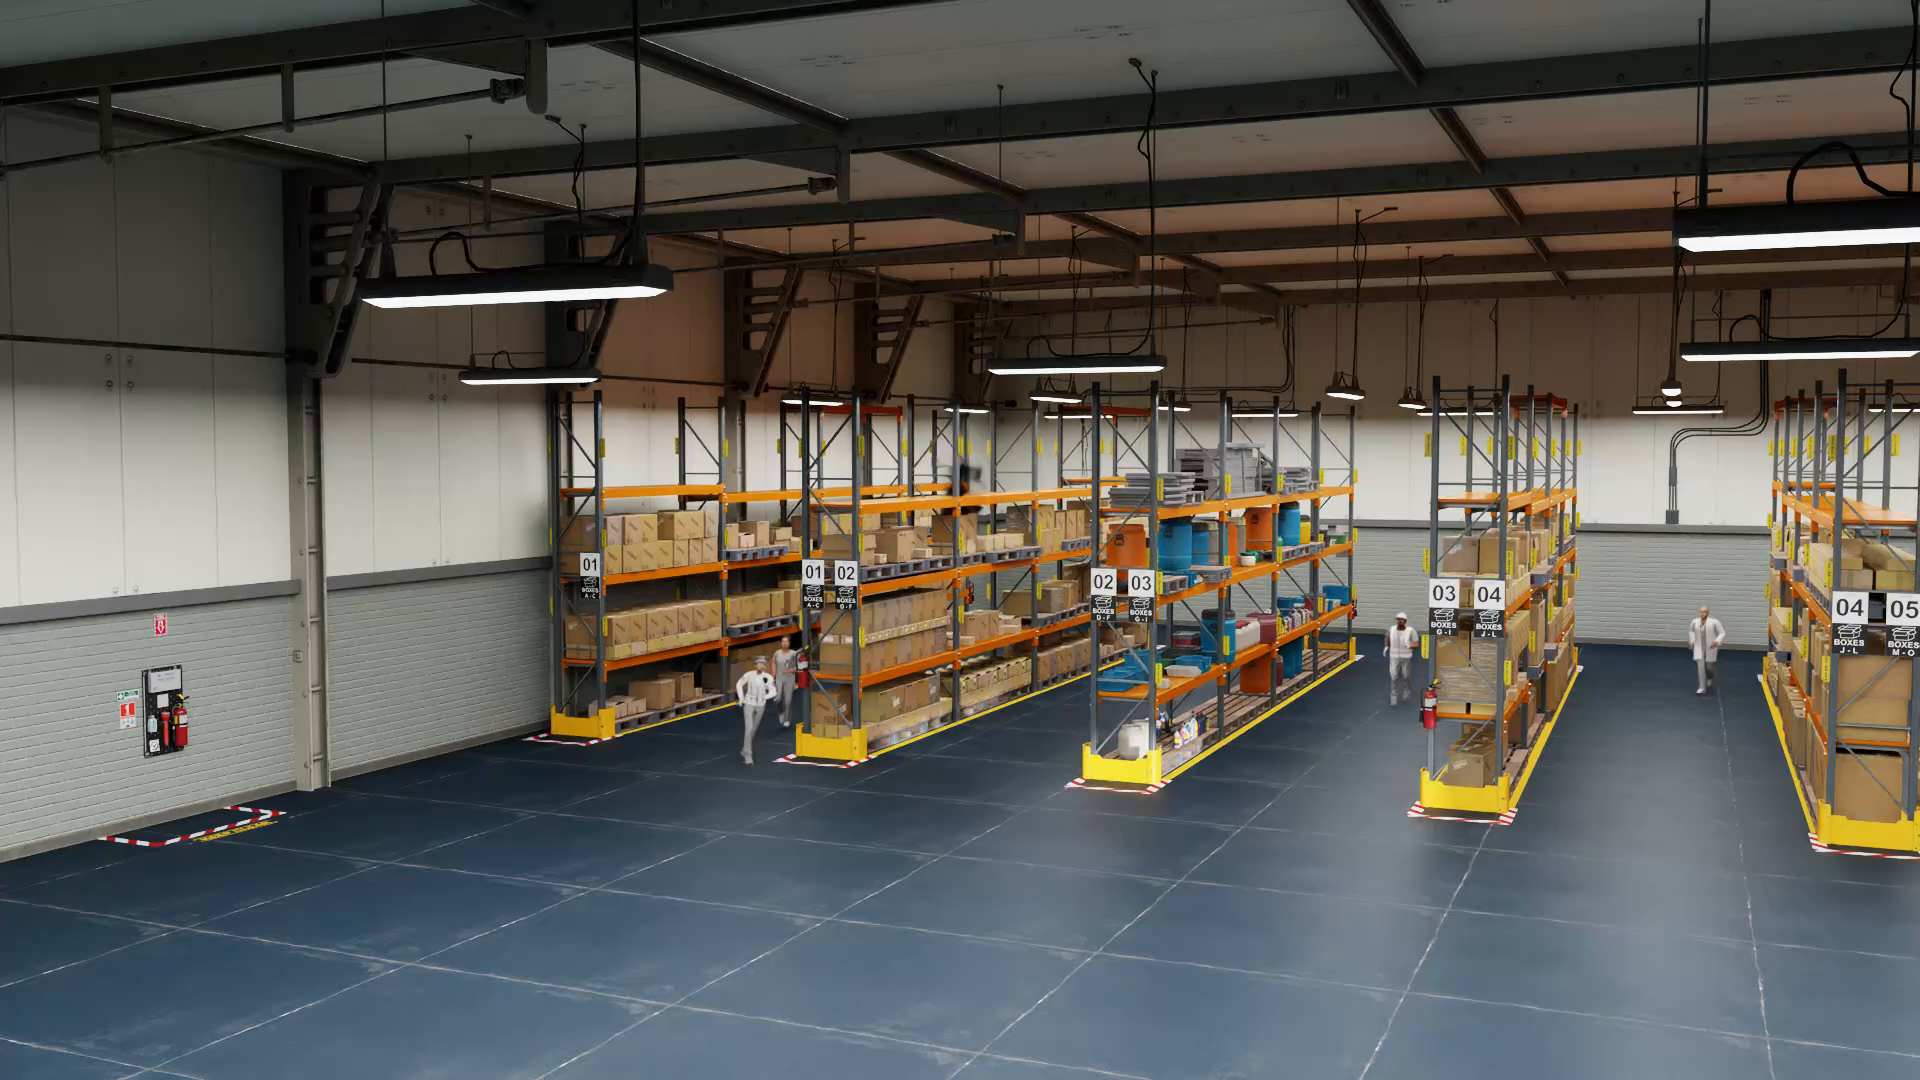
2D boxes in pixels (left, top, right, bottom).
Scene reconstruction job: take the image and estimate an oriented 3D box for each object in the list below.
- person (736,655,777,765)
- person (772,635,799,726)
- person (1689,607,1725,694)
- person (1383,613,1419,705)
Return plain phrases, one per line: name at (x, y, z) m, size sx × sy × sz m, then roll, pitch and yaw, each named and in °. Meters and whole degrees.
person at (-3.257, 2.697, 26.697) m, size 0.601 × 1.713 × 0.783 m, roll -1°, pitch 3°, yaw -19°
person at (-3.123, 2.511, 29.517) m, size 0.550 × 1.629 × 0.565 m, roll 0°, pitch 3°, yaw 8°
person at (15.234, 2.239, 33.942) m, size 0.710 × 1.771 × 0.891 m, roll 2°, pitch 4°, yaw 36°
person at (8.578, 2.293, 32.370) m, size 0.700 × 1.766 × 0.998 m, roll 1°, pitch 3°, yaw 25°
